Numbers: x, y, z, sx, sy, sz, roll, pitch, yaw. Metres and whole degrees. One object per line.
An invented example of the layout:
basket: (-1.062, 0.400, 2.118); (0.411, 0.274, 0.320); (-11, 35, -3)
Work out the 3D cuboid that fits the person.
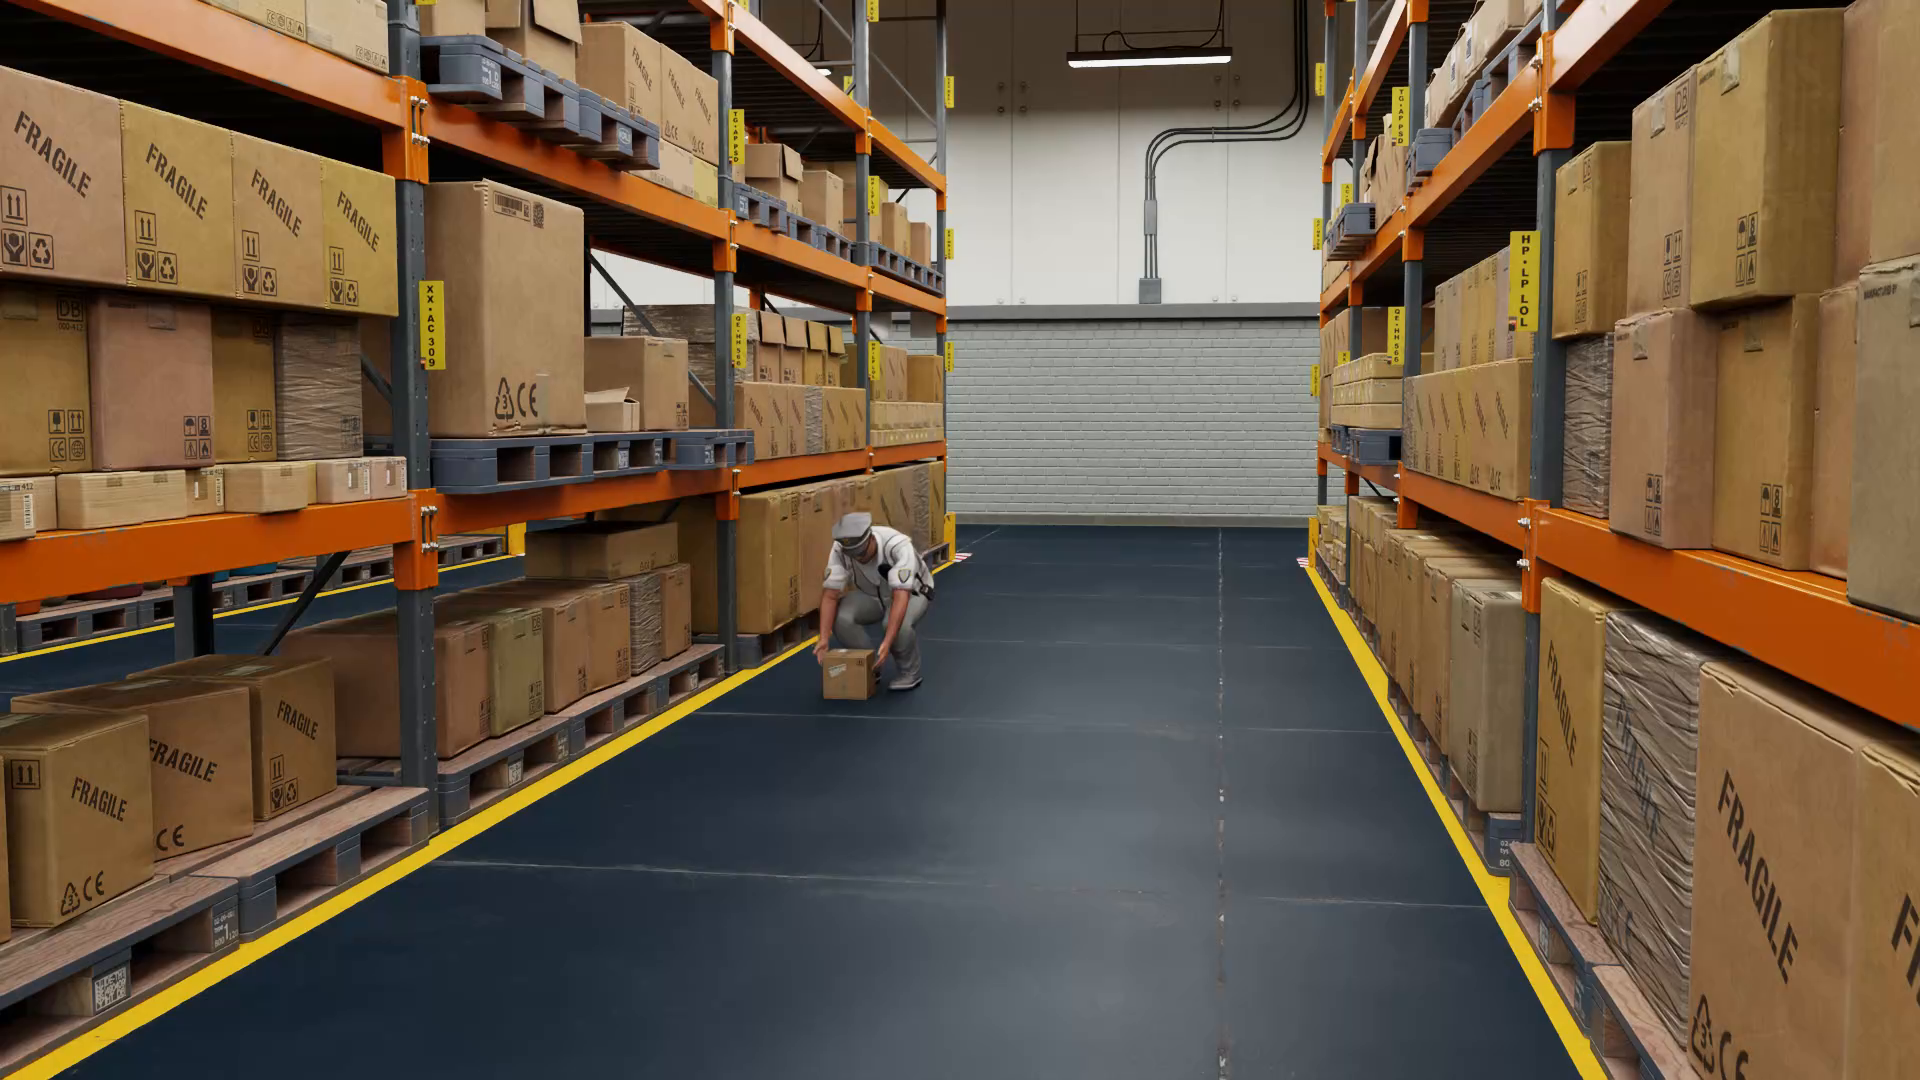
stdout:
person: (-0.468, 0.348, 9.661); (0.563, 1.053, 0.938); (2, 5, 27)
